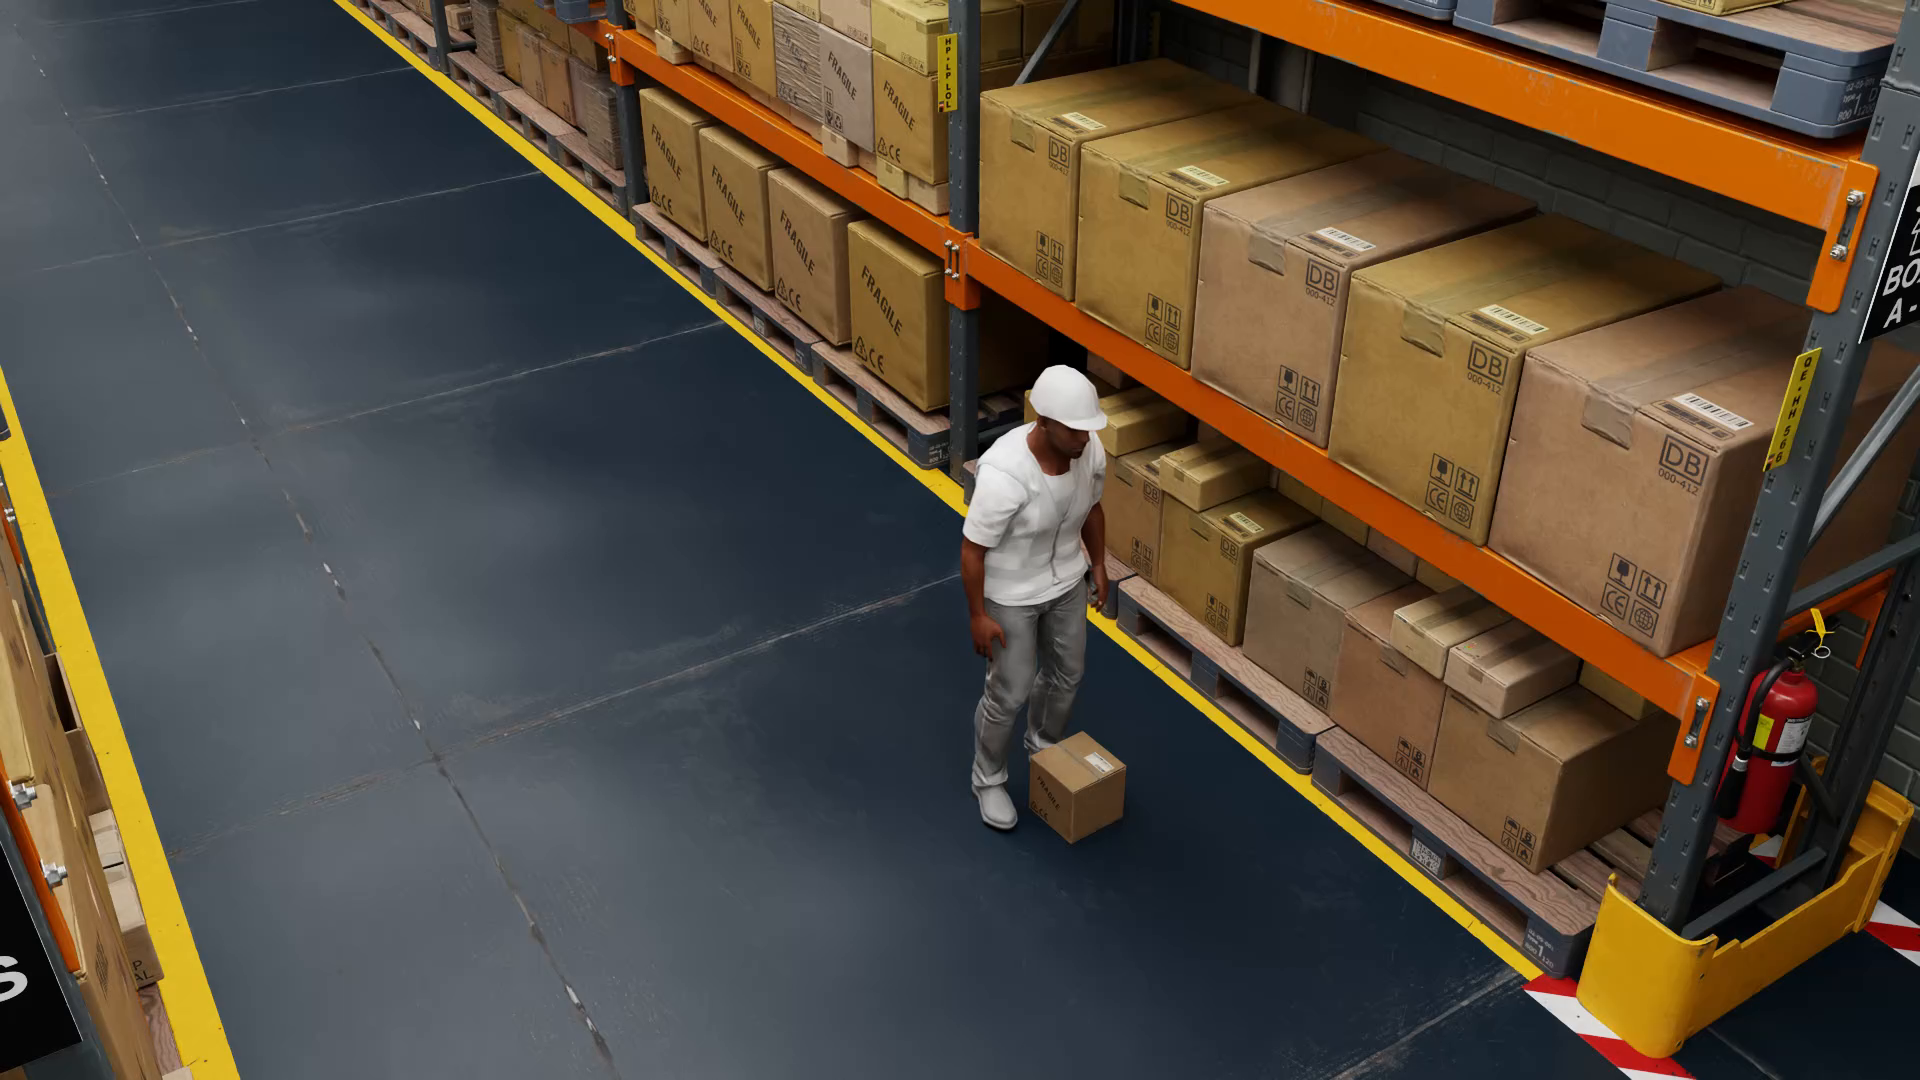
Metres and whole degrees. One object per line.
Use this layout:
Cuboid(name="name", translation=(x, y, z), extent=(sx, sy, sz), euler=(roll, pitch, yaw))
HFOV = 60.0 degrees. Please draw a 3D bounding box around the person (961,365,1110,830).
Cuboid(name="person", translation=(0.281, 0.177, 5.843), extent=(0.632, 1.759, 0.462), euler=(-22, 39, -31))
